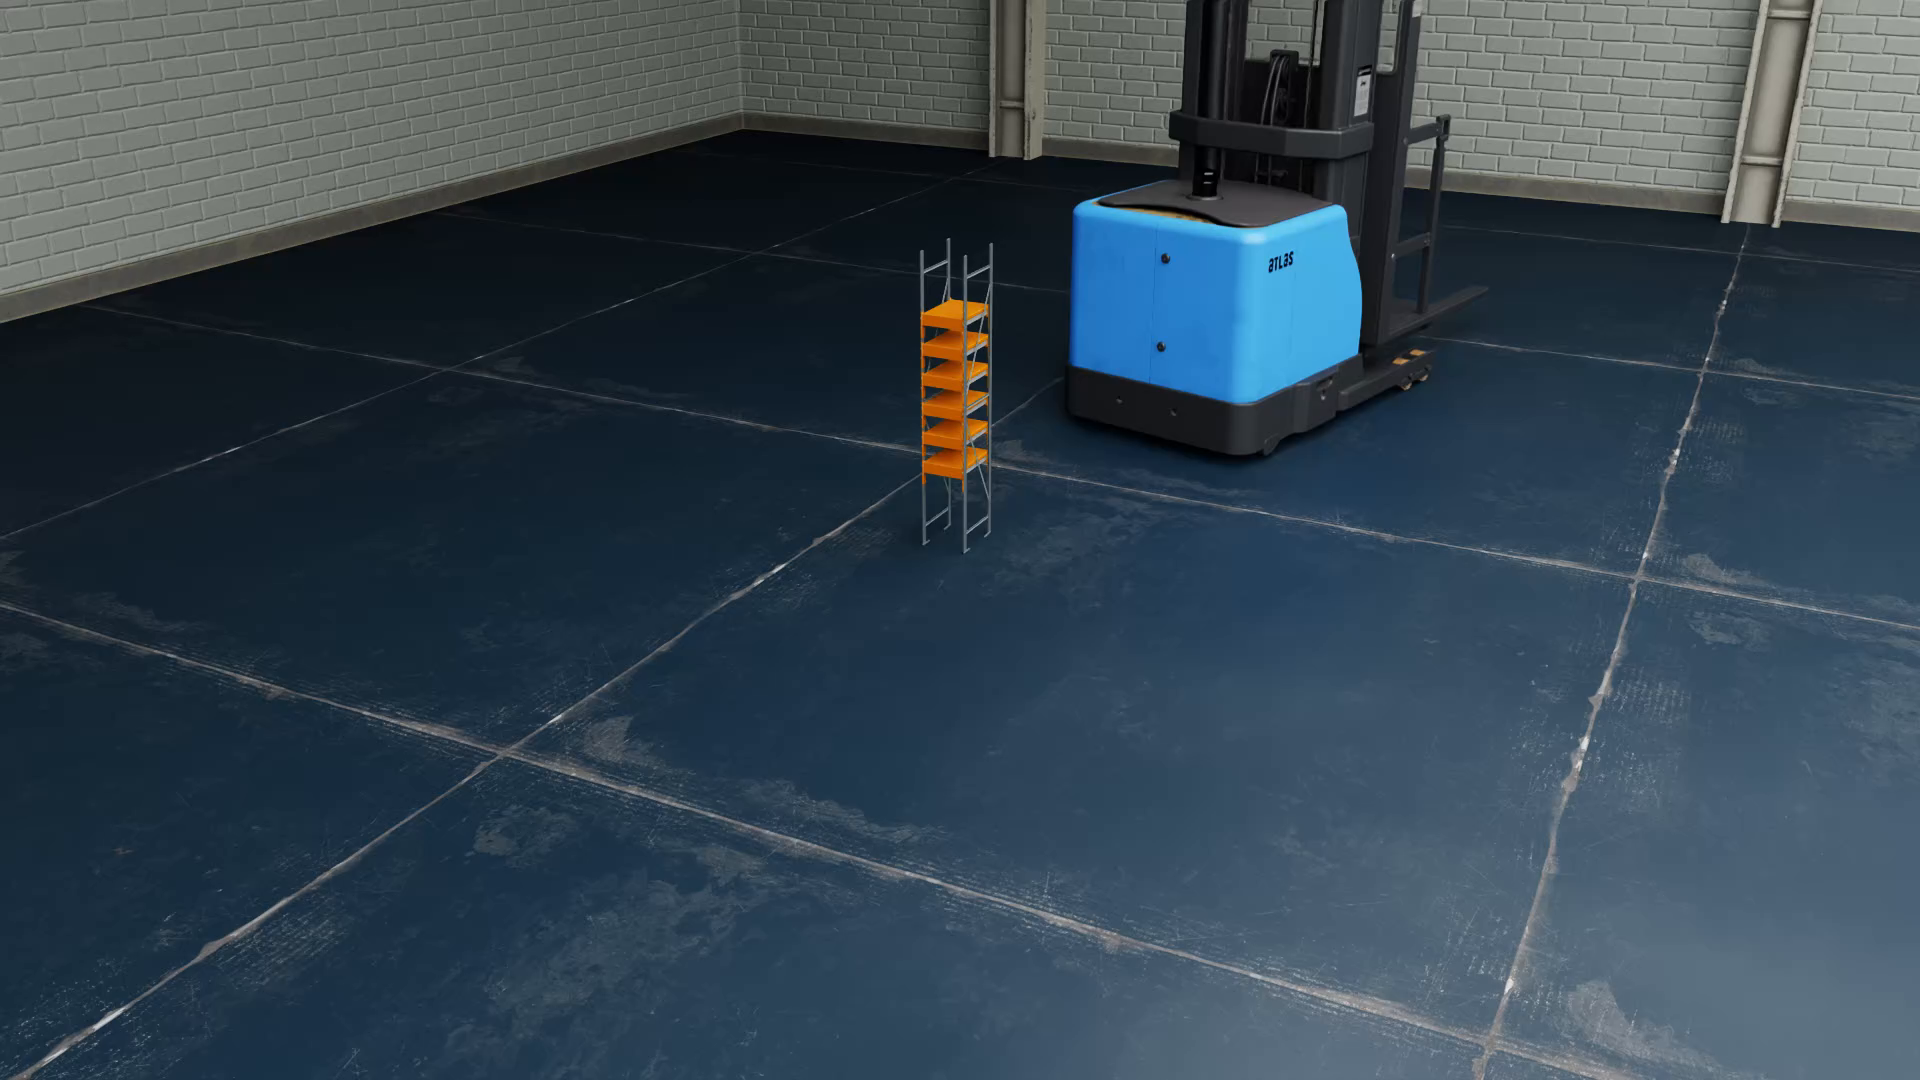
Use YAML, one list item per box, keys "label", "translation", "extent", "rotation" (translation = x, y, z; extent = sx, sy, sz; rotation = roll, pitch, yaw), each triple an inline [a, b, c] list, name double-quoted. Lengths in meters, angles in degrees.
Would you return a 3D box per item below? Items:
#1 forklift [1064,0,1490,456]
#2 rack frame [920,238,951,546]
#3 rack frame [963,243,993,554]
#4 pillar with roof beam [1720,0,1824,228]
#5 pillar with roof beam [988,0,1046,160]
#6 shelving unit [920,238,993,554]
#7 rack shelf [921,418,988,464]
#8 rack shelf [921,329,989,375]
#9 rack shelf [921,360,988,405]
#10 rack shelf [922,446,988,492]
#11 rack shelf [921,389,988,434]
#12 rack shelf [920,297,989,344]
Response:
- label: "forklift"
  translation: [1.834, -2.231, 8.250]
  extent: [1.130, 2.935, 3.031]
  rotation: [18, 29, 36]
- label: "rack frame"
  translation: [-0.095, -0.571, 6.559]
  extent: [0.006, 1.200, 0.240]
  rotation: [11, 25, 25]
- label: "rack frame"
  translation: [0.069, -0.539, 6.483]
  extent: [0.006, 1.200, 0.240]
  rotation: [11, 25, 25]
- label: "pillar with roof beam"
  translation: [3.908, -4.998, 7.004]
  extent: [0.400, 9.000, 9.100]
  rotation: [11, 25, 25]
- label: "pillar with roof beam"
  translation: [-1.446, -6.057, 9.495]
  extent: [0.400, 9.000, 9.100]
  rotation: [11, 25, 25]
- label: "shelving unit"
  translation: [-0.013, -0.555, 6.521]
  extent: [0.189, 1.200, 0.258]
  rotation: [11, 25, 25]
- label: "rack shelf"
  translation: [-0.013, -0.403, 6.586]
  extent: [0.180, 0.103, 0.258]
  rotation: [11, 25, 25]
- label: "rack shelf"
  translation: [-0.013, -0.735, 6.445]
  extent: [0.180, 0.103, 0.258]
  rotation: [11, 25, 25]
- label: "rack shelf"
  translation: [-0.013, -0.624, 6.492]
  extent: [0.180, 0.103, 0.258]
  rotation: [11, 25, 25]
- label: "rack shelf"
  translation: [-0.013, -0.293, 6.633]
  extent: [0.180, 0.103, 0.258]
  rotation: [11, 25, 25]
- label: "rack shelf"
  translation: [-0.013, -0.514, 6.539]
  extent: [0.180, 0.103, 0.258]
  rotation: [11, 25, 25]
- label: "rack shelf"
  translation: [-0.013, -0.845, 6.398]
  extent: [0.180, 0.103, 0.258]
  rotation: [11, 25, 25]
